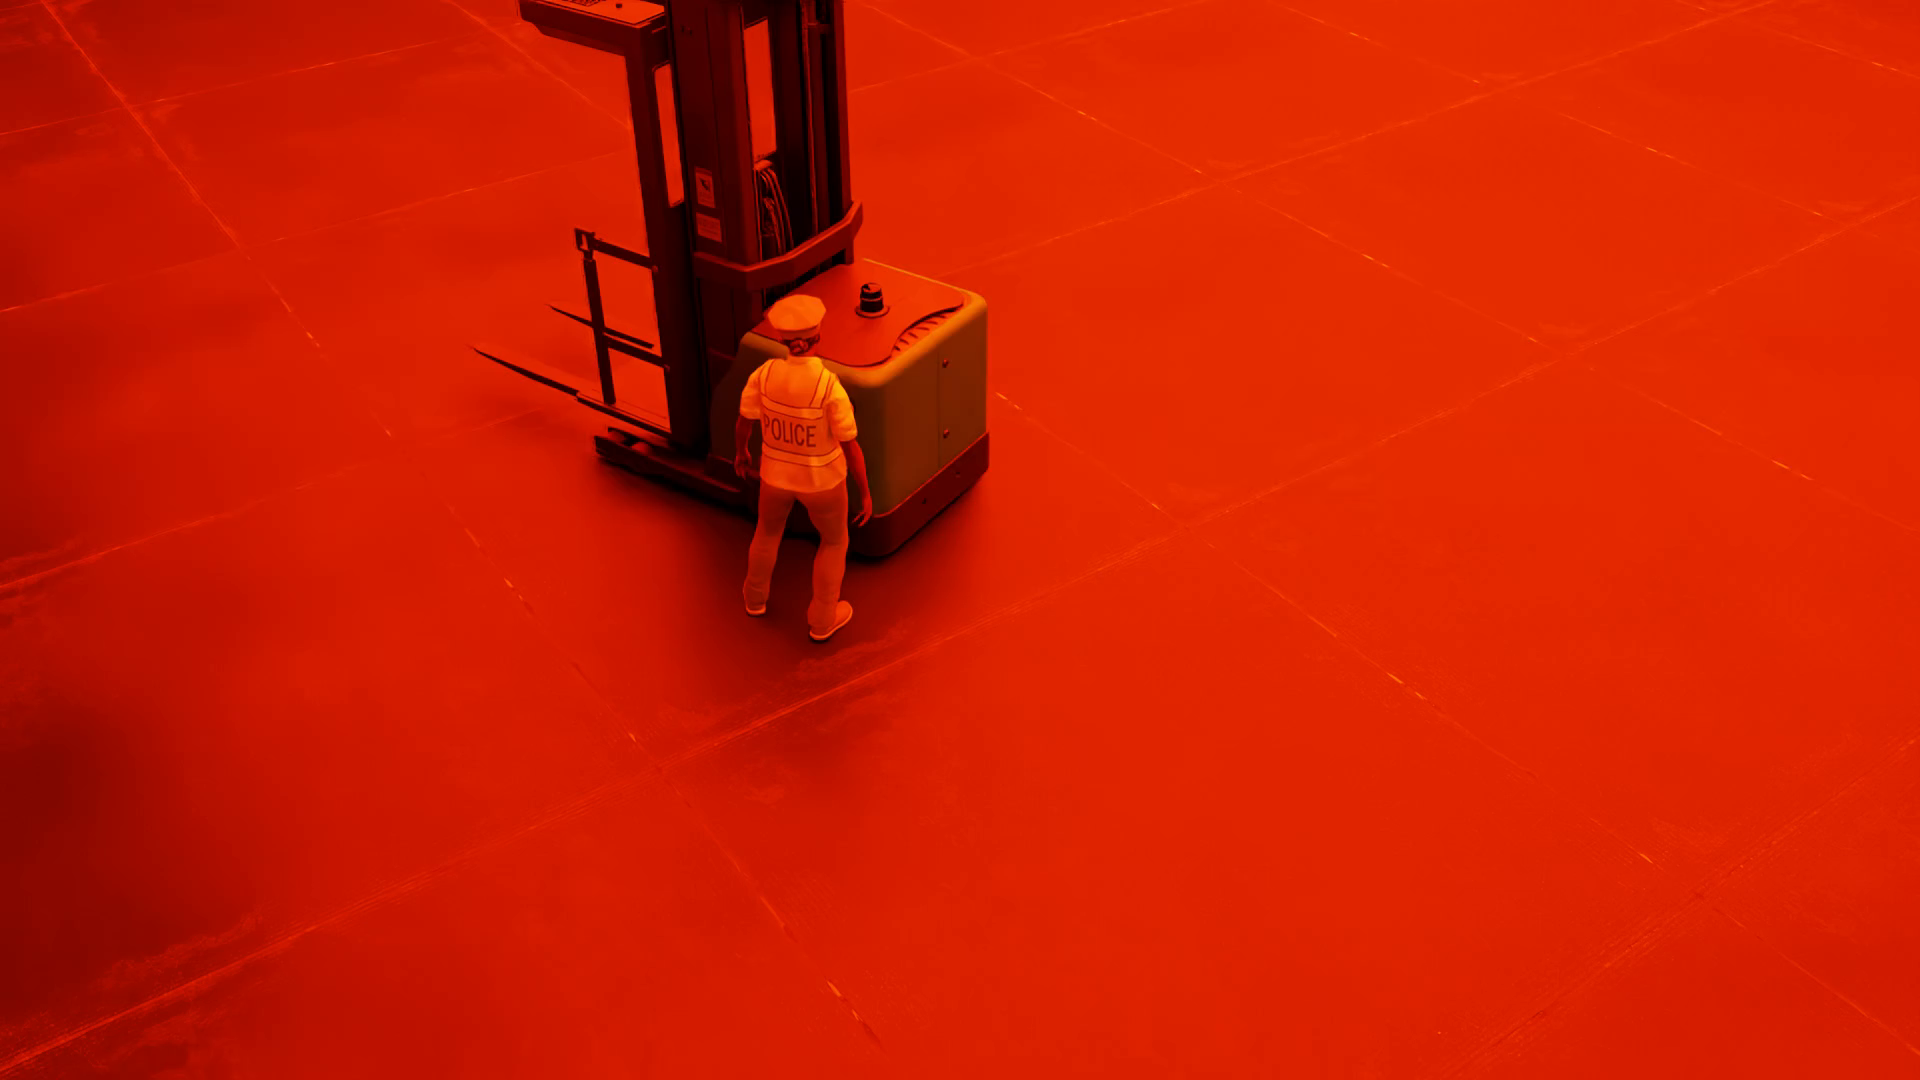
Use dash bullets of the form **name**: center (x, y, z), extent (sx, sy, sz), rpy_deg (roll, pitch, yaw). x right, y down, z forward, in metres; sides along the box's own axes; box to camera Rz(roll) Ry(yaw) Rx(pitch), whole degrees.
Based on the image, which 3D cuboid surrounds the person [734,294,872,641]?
- **person**: center (-0.722, -0.299, 7.445), extent (0.741, 1.635, 0.367), rpy_deg (11, 38, 14)

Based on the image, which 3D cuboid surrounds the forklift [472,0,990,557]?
- **forklift**: center (-1.355, -1.773, 8.343), extent (3.031, 2.935, 1.130), rpy_deg (22, 42, 27)
